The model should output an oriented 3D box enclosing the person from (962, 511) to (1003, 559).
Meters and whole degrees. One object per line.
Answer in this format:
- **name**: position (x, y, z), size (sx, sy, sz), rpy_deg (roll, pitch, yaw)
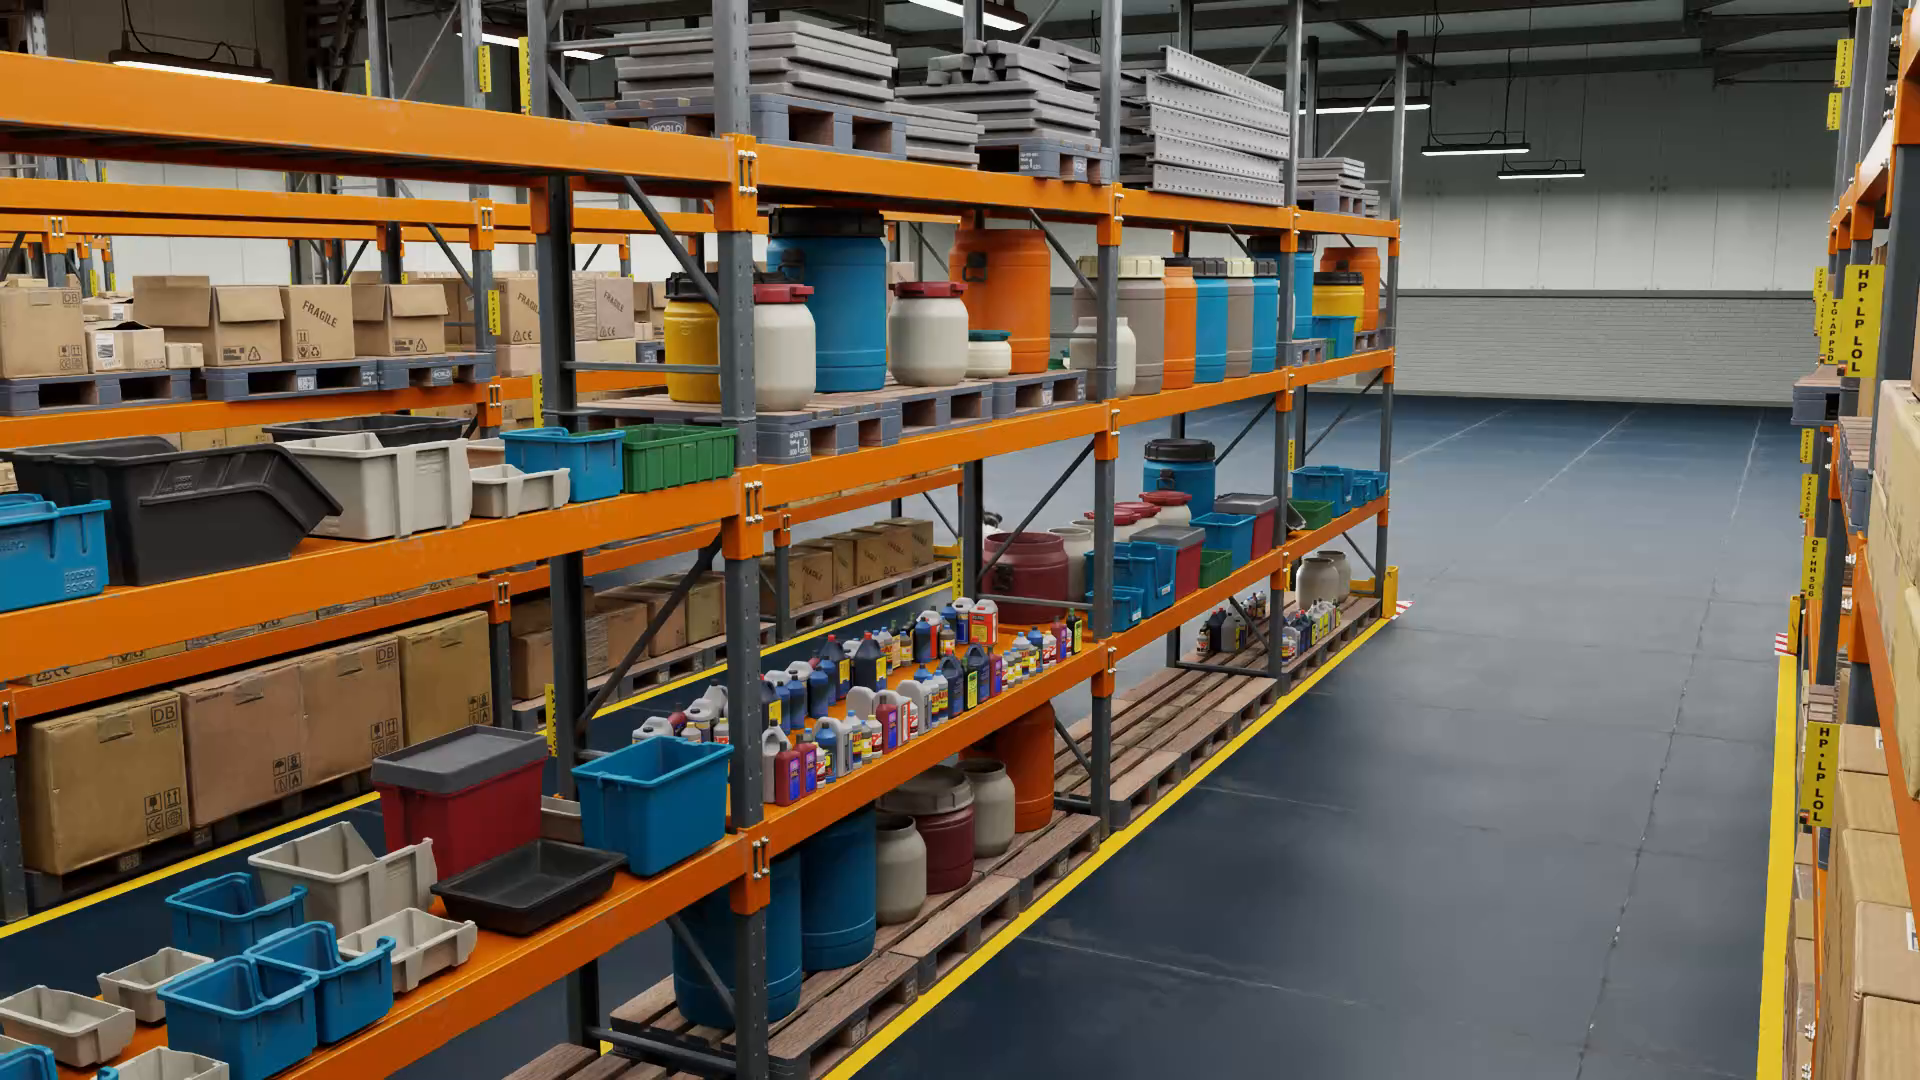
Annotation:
- **person**: position (0.279, 0.178, 18.504), size (0.507, 0.961, 0.820), rpy_deg (4, 10, 25)
